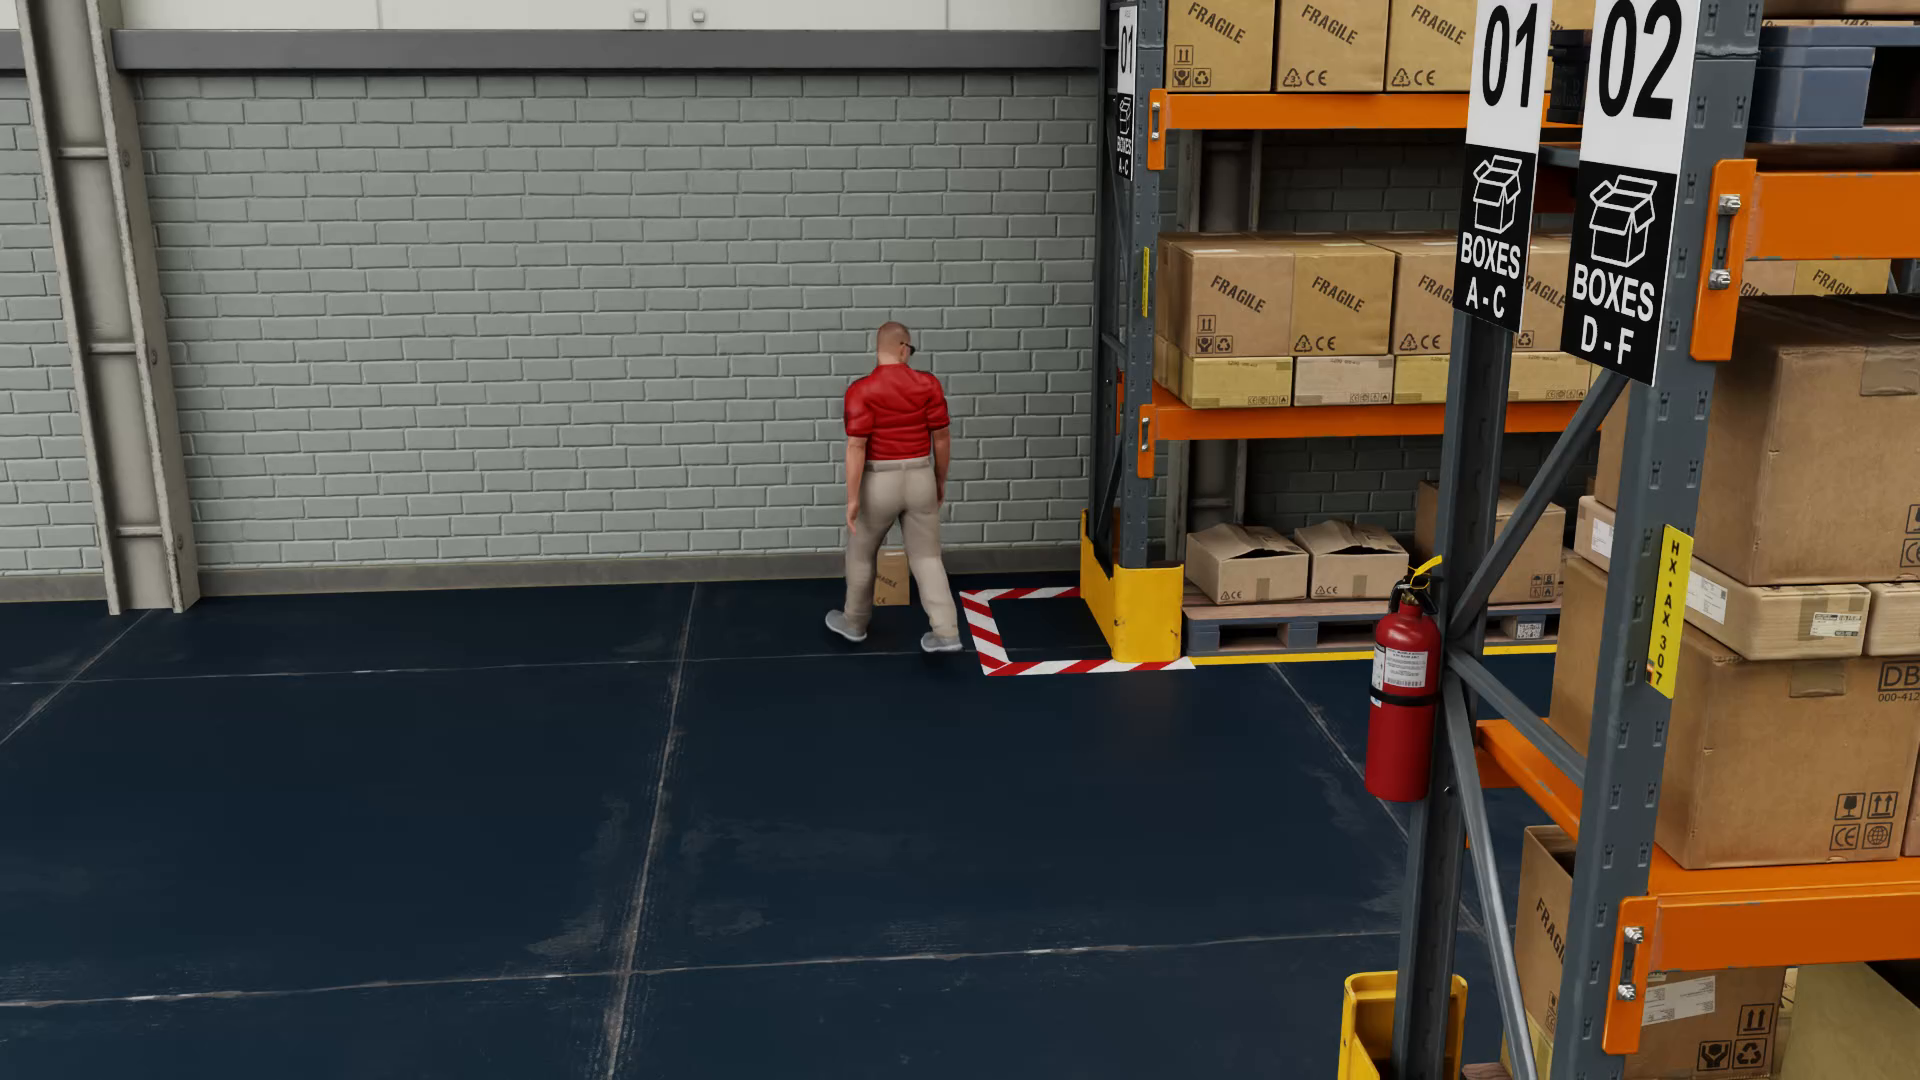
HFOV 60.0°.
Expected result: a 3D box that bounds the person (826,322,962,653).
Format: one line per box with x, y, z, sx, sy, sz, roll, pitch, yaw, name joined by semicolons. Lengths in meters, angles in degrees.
-0.332;-0.259;8.437;0.576;1.696;0.886;-6;18;-19;person
